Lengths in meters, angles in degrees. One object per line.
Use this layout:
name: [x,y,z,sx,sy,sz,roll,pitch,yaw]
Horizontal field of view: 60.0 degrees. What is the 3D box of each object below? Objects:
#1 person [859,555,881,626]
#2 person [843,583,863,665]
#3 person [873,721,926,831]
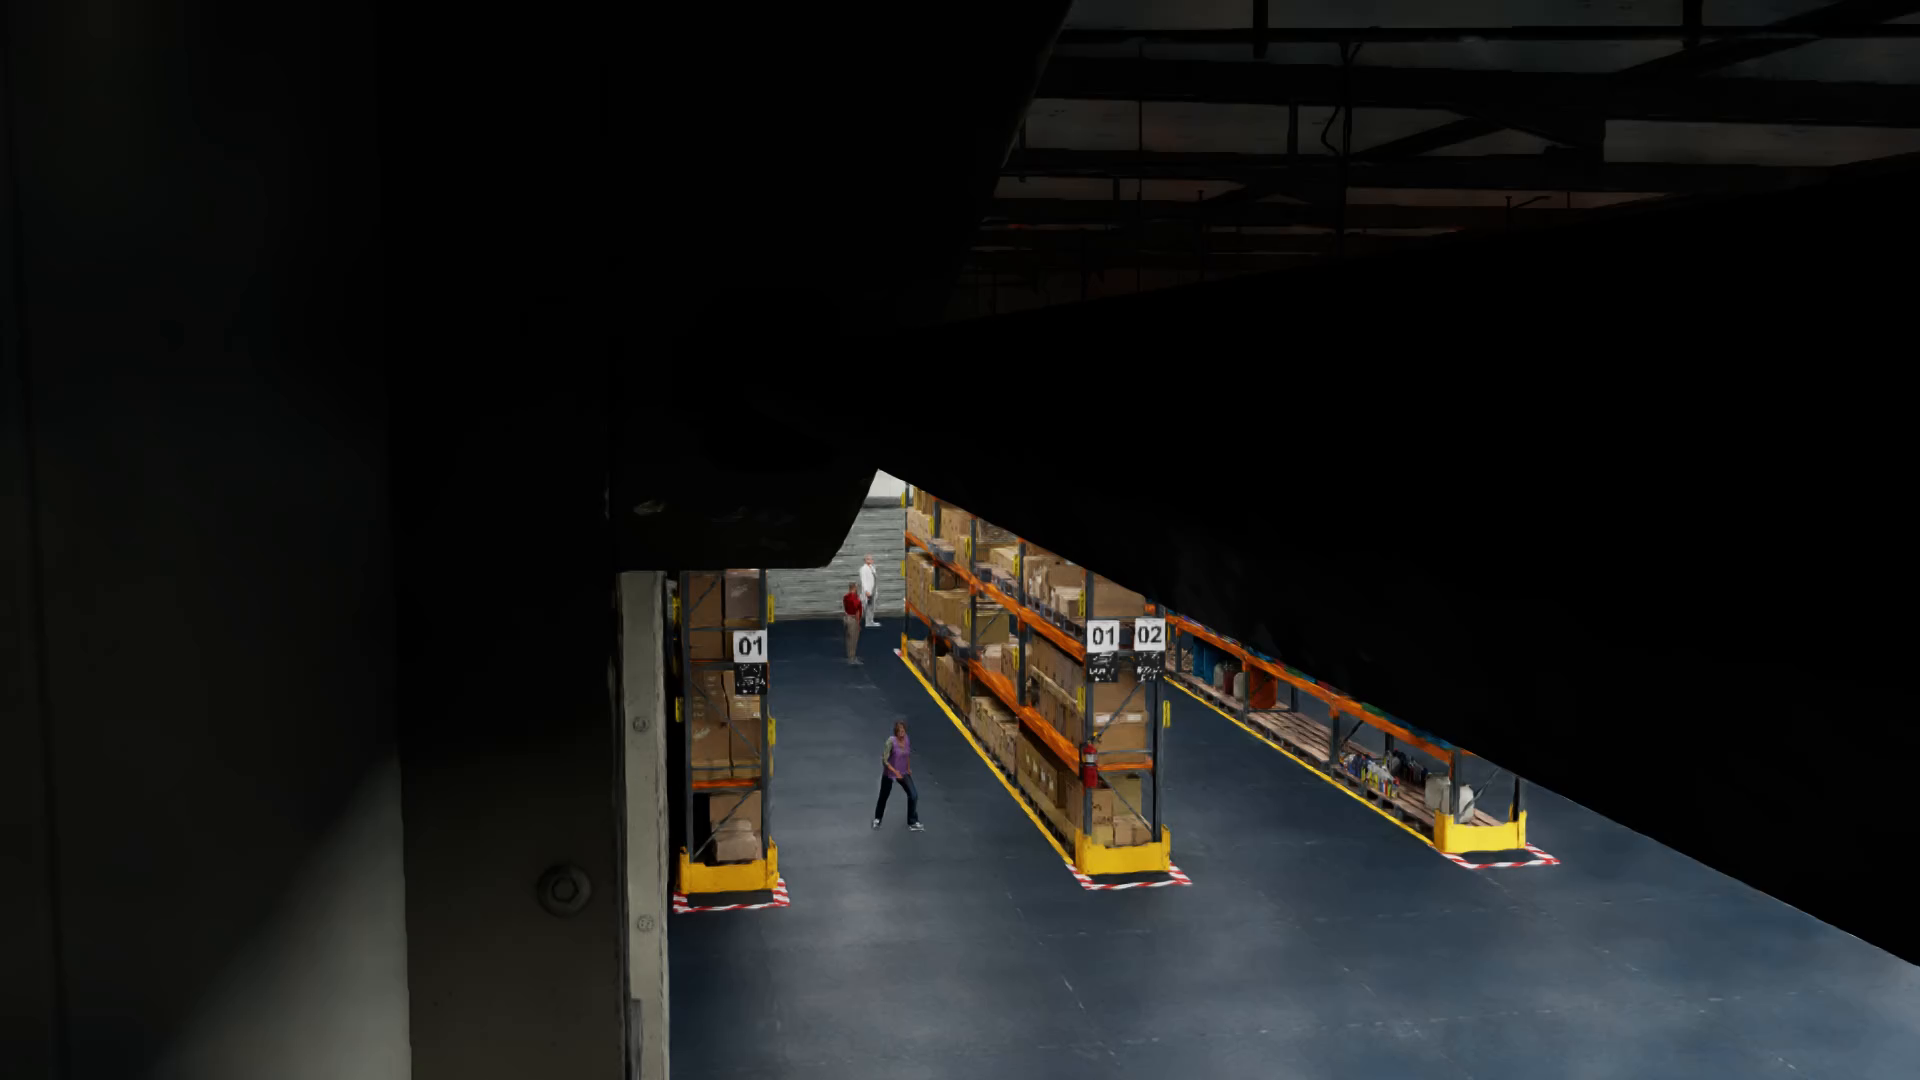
person: [-2.308,1.247,40.518,0.494,1.778,0.747,3,7,28]
person: [-2.254,1.767,35.568,0.479,1.732,0.620,-4,7,-32]
person: [-0.864,3.201,22.772,0.569,1.530,0.774,-3,7,-28]
